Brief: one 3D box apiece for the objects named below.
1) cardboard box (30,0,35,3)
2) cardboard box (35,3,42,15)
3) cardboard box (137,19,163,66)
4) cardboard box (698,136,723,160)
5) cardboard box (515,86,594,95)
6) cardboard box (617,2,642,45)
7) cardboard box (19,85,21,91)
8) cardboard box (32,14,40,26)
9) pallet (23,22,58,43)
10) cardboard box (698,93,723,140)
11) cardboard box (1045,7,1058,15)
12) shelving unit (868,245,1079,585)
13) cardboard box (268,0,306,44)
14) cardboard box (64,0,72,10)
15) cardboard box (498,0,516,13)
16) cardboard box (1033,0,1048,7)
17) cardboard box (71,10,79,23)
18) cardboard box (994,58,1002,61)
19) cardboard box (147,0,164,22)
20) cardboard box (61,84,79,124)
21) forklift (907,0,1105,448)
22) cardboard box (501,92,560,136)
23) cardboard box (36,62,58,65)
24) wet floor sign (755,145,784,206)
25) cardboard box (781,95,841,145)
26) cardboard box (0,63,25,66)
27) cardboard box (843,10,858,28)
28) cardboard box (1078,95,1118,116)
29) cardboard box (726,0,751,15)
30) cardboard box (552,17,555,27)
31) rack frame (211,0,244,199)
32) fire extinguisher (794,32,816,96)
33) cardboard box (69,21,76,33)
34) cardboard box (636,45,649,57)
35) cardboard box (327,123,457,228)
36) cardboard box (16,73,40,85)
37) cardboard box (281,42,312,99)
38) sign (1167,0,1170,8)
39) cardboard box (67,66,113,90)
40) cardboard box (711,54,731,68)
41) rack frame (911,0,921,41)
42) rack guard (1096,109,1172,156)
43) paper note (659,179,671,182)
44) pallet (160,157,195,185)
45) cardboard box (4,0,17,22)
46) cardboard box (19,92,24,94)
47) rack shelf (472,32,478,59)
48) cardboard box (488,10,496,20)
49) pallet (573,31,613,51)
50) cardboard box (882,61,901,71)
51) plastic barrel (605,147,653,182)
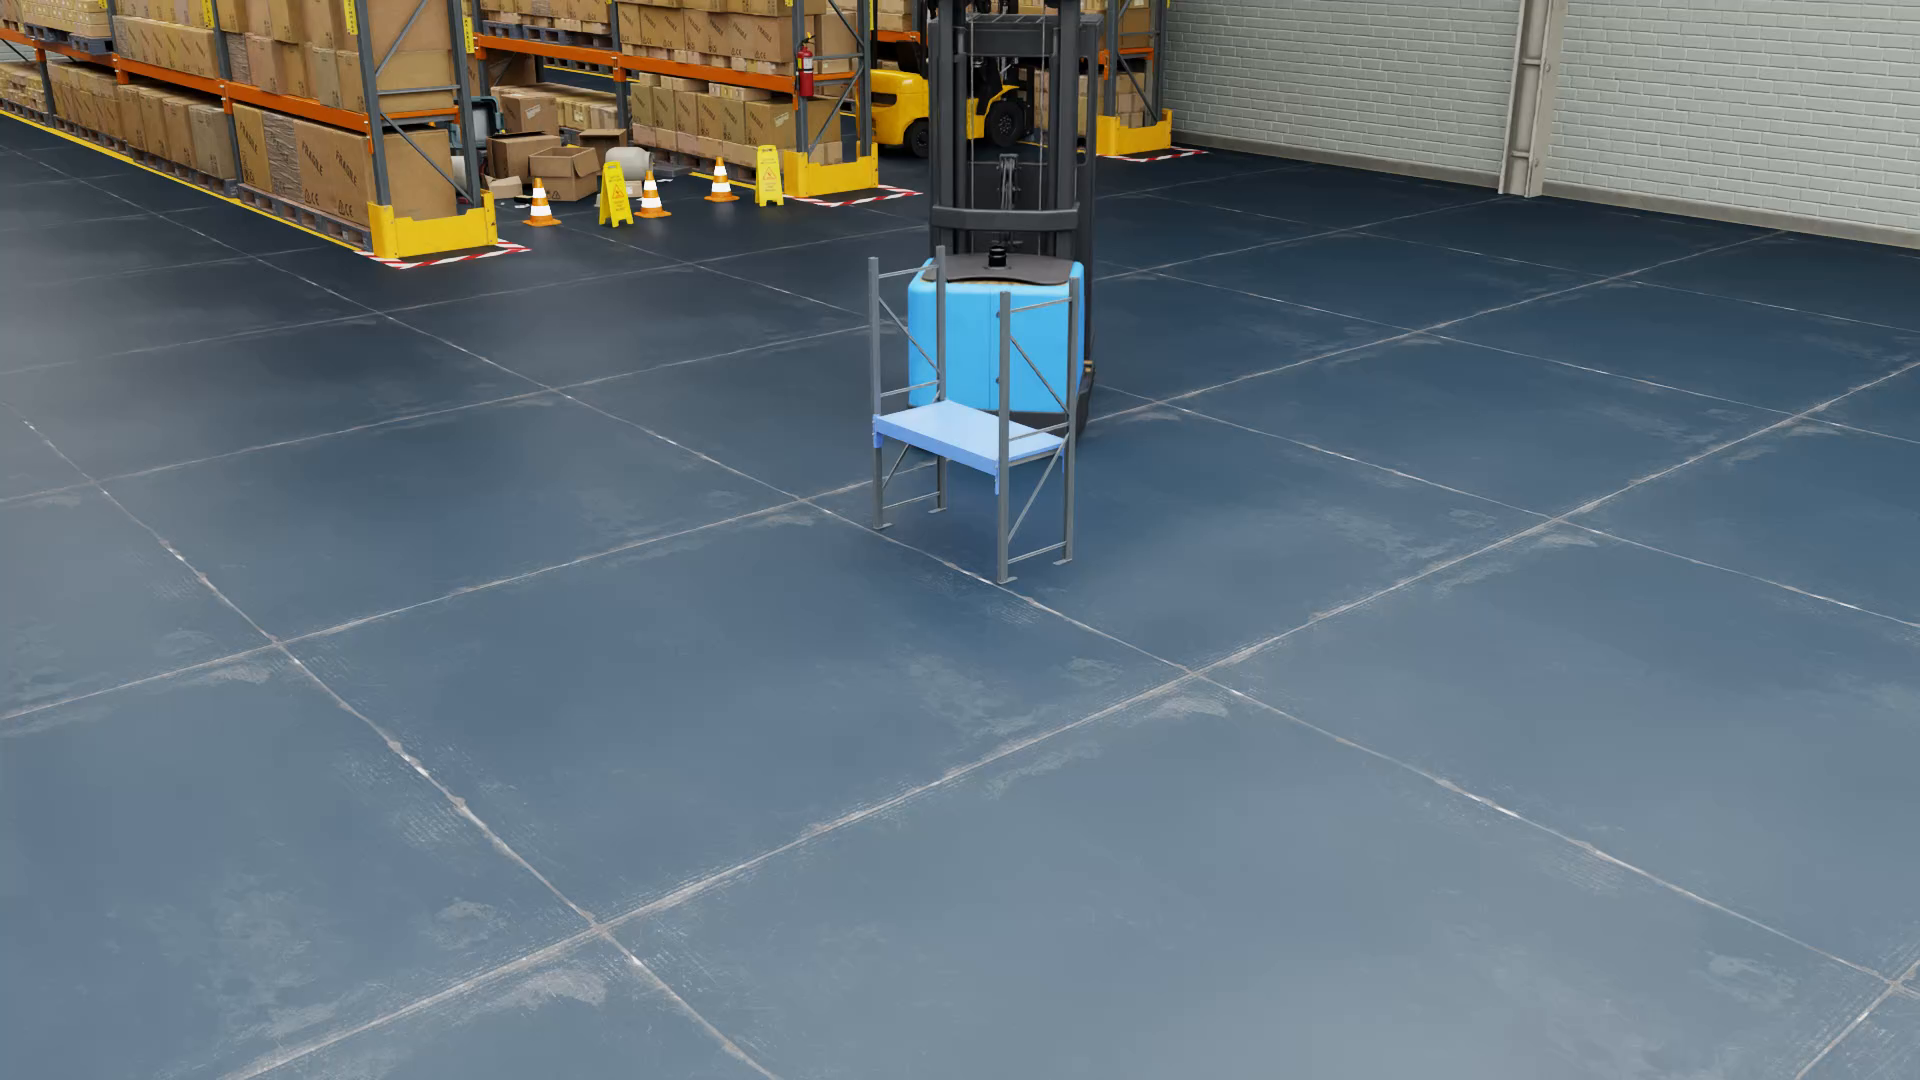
[{"bbox_3d":[-12.700,-7.555,23.114,0.380,0.149,0.250,-17,27,-37],"label":"cardboard box"},{"bbox_3d":[-12.542,-7.350,22.997,0.380,0.149,0.250,-19,28,-40],"label":"cardboard box"},{"bbox_3d":[-9.598,-6.039,20.152,0.500,0.500,0.500,-17,27,-37],"label":"cardboard box"},{"bbox_3d":[-2.853,-4.819,20.368,0.500,0.250,0.500,-19,28,-39],"label":"cardboard box"},{"bbox_3d":[-5.816,-6.278,23.926,0.950,0.372,0.625,-18,28,-38],"label":"cardboard box"},{"bbox_3d":[-3.978,-6.558,21.070,0.500,0.500,0.500,-18,27,-38],"label":"cardboard box"},{"bbox_3d":[-14.353,-7.046,25.785,0.380,0.149,0.250,-16,26,-35],"label":"cardboard box"},{"bbox_3d":[-12.706,-7.280,23.227,0.380,0.149,0.250,-17,27,-37],"label":"cardboard box"},{"bbox_3d":[-12.572,-7.230,23.593,1.003,0.211,1.213,-17,27,-37],"label":"pallet"},{"bbox_3d":[-2.831,-5.164,20.222,0.500,0.500,0.500,-18,28,-39],"label":"cardboard box"},{"bbox_3d":[1.463,-6.904,22.361,0.500,0.500,0.500,-16,27,-36],"label":"cardboard box"},{"bbox_3d":[0.056,-0.675,8.650,0.538,1.500,1.048,-17,27,-37],"label":"shelving unit"},{"bbox_3d":[-6.476,-5.367,16.886,0.875,0.550,0.500,-17,27,-37],"label":"cardboard box"},{"bbox_3d":[-11.527,-7.057,21.841,0.380,0.149,0.250,-16,27,-36],"label":"cardboard box"},{"bbox_3d":[-6.201,-7.725,23.474,0.500,0.500,0.500,-16,26,-35],"label":"cardboard box"},{"bbox_3d":[1.201,-7.300,22.482,0.380,0.149,0.250,-19,28,-39],"label":"cardboard box"},{"bbox_3d":[-11.366,-6.850,21.722,0.380,0.149,0.250,-17,27,-36],"label":"cardboard box"},{"bbox_3d":[0.514,-6.898,24.307,0.500,0.250,0.500,-18,28,-38],"label":"cardboard box"},{"bbox_3d":[-9.396,-6.565,20.124,0.700,0.500,0.500,-18,28,-38],"label":"cardboard box"},{"bbox_3d":[-12.332,-6.184,23.510,0.500,0.500,0.500,-16,26,-35],"label":"cardboard box"},{"bbox_3d":[0.372,-2.413,11.125,1.130,2.935,3.031,3,22,7],"label":"forklift"},{"bbox_3d":[-5.383,-5.318,20.837,0.500,0.500,0.500,-17,27,-37],"label":"cardboard box"},{"bbox_3d":[-14.648,-7.605,26.805,0.380,0.149,0.250,-18,28,-39],"label":"cardboard box"},{"bbox_3d":[-2.130,-4.052,18.446,0.267,0.644,0.232,-8,23,-19],"label":"wet floor sign"},{"bbox_3d":[-1.776,-5.015,19.842,0.500,0.500,0.500,-19,28,-39],"label":"cardboard box"},{"bbox_3d":[-15.215,-7.542,26.645,0.380,0.149,0.250,-17,27,-36],"label":"cardboard box"},{"bbox_3d":[-1.457,-8.033,25.586,0.500,0.250,0.500,-17,27,-37],"label":"cardboard box"},{"bbox_3d":[1.760,-5.847,22.307,0.500,0.250,0.500,-18,28,-38],"label":"cardboard box"},{"bbox_3d":[-2.267,-6.337,19.135,0.700,0.500,0.500,-17,27,-37],"label":"cardboard box"},{"bbox_3d":[-5.348,-7.099,22.764,0.380,0.149,0.250,-19,28,-39],"label":"cardboard box"},{"bbox_3d":[-7.738,-5.355,18.543,1.000,3.000,0.127,-17,27,-37],"label":"rack frame"},{"bbox_3d":[-1.718,-5.279,18.454,0.296,0.674,0.183,-17,27,-37],"label":"fire extinguisher"},{"bbox_3d":[-11.508,-6.775,21.937,0.380,0.149,0.250,-18,28,-38],"label":"cardboard box"},{"bbox_3d":[-3.887,-6.223,21.104,0.380,0.149,0.250,-16,27,-36],"label":"cardboard box"},{"bbox_3d":[-5.620,-3.627,16.470,0.875,0.875,0.875,-17,27,-37],"label":"cardboard box"},{"bbox_3d":[-14.111,-7.018,25.306,0.380,0.149,0.250,-19,28,-40],"label":"cardboard box"},{"bbox_3d":[-6.427,-4.879,17.123,0.875,0.550,0.500,-17,27,-37],"label":"cardboard box"},{"bbox_3d":[2.739,-7.209,21.981,0.100,0.325,0.005,-17,27,-37],"label":"sign"},{"bbox_3d":[-11.999,-6.390,23.010,0.500,0.250,0.500,-16,27,-35],"label":"cardboard box"},{"bbox_3d":[-2.737,-5.728,19.840,0.380,0.149,0.250,-18,28,-38],"label":"cardboard box"},{"bbox_3d":[-0.296,-7.744,24.642,1.000,3.000,0.127,-17,27,-37],"label":"rack frame"},{"bbox_3d":[2.330,-5.468,22.259,1.175,0.500,0.348,-17,27,-37],"label":"rack guard"},{"bbox_3d":[-3.550,-4.331,20.000,0.148,0.019,0.142,12,24,27],"label":"paper note"},{"bbox_3d":[-9.099,-4.589,20.411,1.003,0.211,1.213,-17,27,-37],"label":"pallet"},{"bbox_3d":[-13.828,-7.960,24.650,0.500,0.500,0.500,-18,28,-39],"label":"cardboard box"},{"bbox_3d":[-14.269,-6.834,25.654,0.380,0.149,0.250,-17,27,-36],"label":"cardboard box"},{"bbox_3d":[-7.971,-7.884,25.986,1.077,0.370,4.000,-17,27,-37],"label":"rack shelf"},{"bbox_3d":[-6.594,-7.611,24.071,0.380,0.149,0.250,-19,29,-40],"label":"cardboard box"},{"bbox_3d":[-4.443,-6.718,22.285,1.003,0.211,1.213,-17,27,-37],"label":"pallet"},{"bbox_3d":[-0.645,-6.975,25.360,0.875,0.625,0.625,-16,26,-35],"label":"cardboard box"},{"bbox_3d":[-3.938,-4.467,19.808,0.512,0.421,0.421,0,21,-1],"label":"plastic barrel"}]
